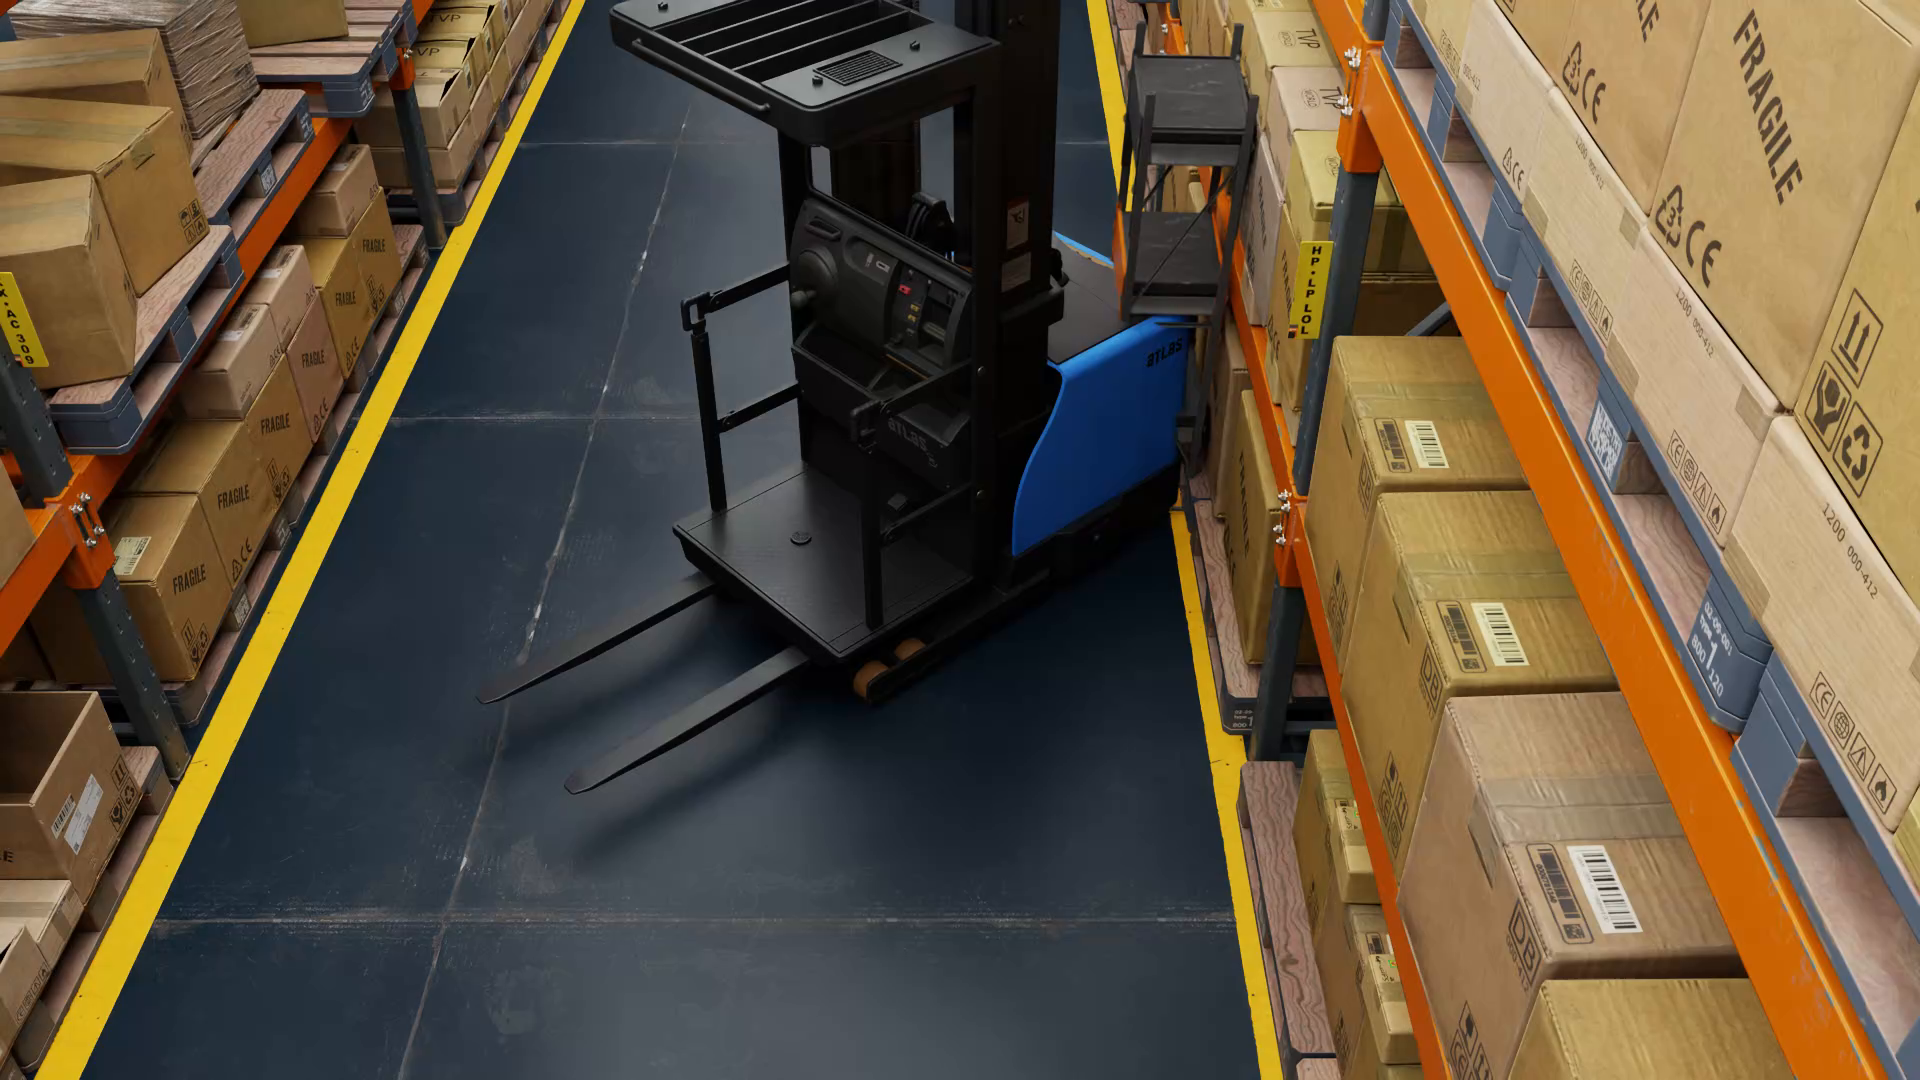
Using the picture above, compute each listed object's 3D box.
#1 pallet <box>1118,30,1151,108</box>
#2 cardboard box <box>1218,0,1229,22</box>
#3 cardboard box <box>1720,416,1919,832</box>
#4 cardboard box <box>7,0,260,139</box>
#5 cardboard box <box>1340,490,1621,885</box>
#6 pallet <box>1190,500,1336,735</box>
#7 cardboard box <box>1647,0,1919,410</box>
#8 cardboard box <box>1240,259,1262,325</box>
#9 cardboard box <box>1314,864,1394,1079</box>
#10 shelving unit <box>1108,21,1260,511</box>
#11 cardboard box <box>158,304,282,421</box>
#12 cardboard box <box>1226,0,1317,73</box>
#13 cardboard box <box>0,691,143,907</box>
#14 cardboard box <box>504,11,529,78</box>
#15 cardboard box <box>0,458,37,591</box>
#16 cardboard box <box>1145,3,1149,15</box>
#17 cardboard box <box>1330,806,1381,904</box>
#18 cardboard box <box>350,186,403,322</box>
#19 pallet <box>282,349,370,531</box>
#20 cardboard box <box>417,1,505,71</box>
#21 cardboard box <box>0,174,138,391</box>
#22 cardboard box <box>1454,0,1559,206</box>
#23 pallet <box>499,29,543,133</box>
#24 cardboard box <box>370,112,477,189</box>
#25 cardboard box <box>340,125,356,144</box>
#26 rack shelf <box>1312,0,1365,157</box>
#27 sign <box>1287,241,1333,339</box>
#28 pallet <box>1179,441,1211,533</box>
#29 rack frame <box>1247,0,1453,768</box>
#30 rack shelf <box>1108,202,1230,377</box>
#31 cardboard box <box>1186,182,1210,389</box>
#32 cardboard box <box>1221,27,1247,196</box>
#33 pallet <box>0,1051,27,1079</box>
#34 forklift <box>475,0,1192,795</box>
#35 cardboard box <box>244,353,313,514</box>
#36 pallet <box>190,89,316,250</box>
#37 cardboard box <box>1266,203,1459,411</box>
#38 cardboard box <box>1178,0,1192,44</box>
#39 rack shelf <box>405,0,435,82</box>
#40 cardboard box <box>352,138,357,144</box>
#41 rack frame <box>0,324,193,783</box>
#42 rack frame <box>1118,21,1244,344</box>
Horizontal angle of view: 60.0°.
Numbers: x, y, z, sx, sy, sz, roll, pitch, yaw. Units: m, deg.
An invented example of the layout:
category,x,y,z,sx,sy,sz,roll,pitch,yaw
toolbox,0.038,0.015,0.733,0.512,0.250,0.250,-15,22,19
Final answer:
category,x,y,z,sx,sy,sz,roll,pitch,yaw
pallet,1.576,-2.983,10.803,1.003,0.211,1.213,0,39,0
cardboard box,1.322,-2.344,6.843,0.500,0.250,0.500,0,39,0
cardboard box,1.315,0.083,2.053,0.500,0.250,0.500,-1,39,-2
cardboard box,-3.457,-2.053,6.997,0.700,0.500,0.500,7,39,8
cardboard box,1.558,0.359,4.164,0.980,0.700,0.700,-1,39,-1
pallet,1.502,0.286,6.725,1.003,0.211,1.213,0,39,0
cardboard box,1.310,-0.523,2.210,0.500,0.500,0.500,-2,39,-2
cardboard box,1.256,-0.926,6.192,0.380,0.149,0.250,0,39,0
cardboard box,1.474,1.273,4.925,0.700,0.500,0.500,0,39,-1
shelving unit,0.839,-1.033,6.803,0.431,2.100,0.503,1,47,-1
cardboard box,-3.133,-0.731,6.811,0.500,0.250,0.500,0,39,0
cardboard box,1.329,-2.025,6.445,0.500,0.250,0.500,-1,39,-1
cardboard box,-3.091,0.846,5.443,0.500,0.500,0.500,0,39,0
cardboard box,-3.095,-3.194,10.700,0.500,0.250,0.500,1,39,1
cardboard box,-3.118,-0.041,4.822,0.500,0.500,0.500,1,39,1
cardboard box,1.637,-3.736,11.160,0.700,0.500,0.500,-1,39,-1
cardboard box,1.294,0.920,4.847,0.380,0.149,0.250,1,39,1
cardboard box,-3.144,-1.427,8.279,0.500,0.500,0.500,1,39,2
pallet,-3.418,-0.499,7.704,1.003,0.211,1.213,0,39,0
cardboard box,-3.094,-3.100,10.135,0.500,0.311,0.500,-1,39,-1
cardboard box,-3.152,-0.813,5.451,0.700,0.500,0.500,-13,40,-15
cardboard box,1.302,-0.884,3.260,0.500,0.250,0.500,-1,39,-1
pallet,-3.341,-3.003,10.829,1.003,0.211,1.213,0,39,0
cardboard box,-3.087,-2.234,9.502,0.500,0.250,0.500,0,39,0
cardboard box,-3.627,-2.453,9.326,0.500,0.311,0.500,1,39,1
rack shelf,1.576,-2.460,6.098,1.077,0.370,4.000,0,39,0
sign,1.036,-0.734,4.905,0.100,0.325,0.005,0,39,0
pallet,1.498,-0.479,7.679,1.003,0.211,1.213,0,39,0
rack frame,1.578,-0.320,5.251,1.000,3.000,0.127,0,39,0
rack shelf,0.839,-1.023,6.813,0.431,0.518,0.480,1,47,-1
cardboard box,1.438,-1.139,7.655,0.750,0.750,0.750,0,39,0
cardboard box,1.317,-1.717,6.660,0.500,0.500,0.500,1,39,1
pallet,-3.371,1.968,4.625,1.003,0.211,1.213,0,39,0
forklift,-0.461,-0.879,6.003,3.031,2.935,1.130,-30,47,-32
cardboard box,-3.137,-0.459,7.071,0.500,0.500,0.500,0,39,0
pallet,-3.373,-1.524,6.907,1.003,0.211,1.213,0,39,0
cardboard box,1.326,-0.771,5.480,0.500,0.500,0.500,-1,39,-1
cardboard box,1.318,-2.680,7.862,0.500,0.500,0.500,1,39,1
rack shelf,-3.382,-3.785,10.150,1.077,0.370,4.000,0,39,0
cardboard box,-3.625,-2.235,9.504,0.500,0.250,0.500,1,39,1
rack frame,-3.375,-0.314,5.243,1.000,3.000,0.127,0,39,0
rack frame,0.841,-1.211,6.970,0.400,2.100,0.015,1,47,-1
